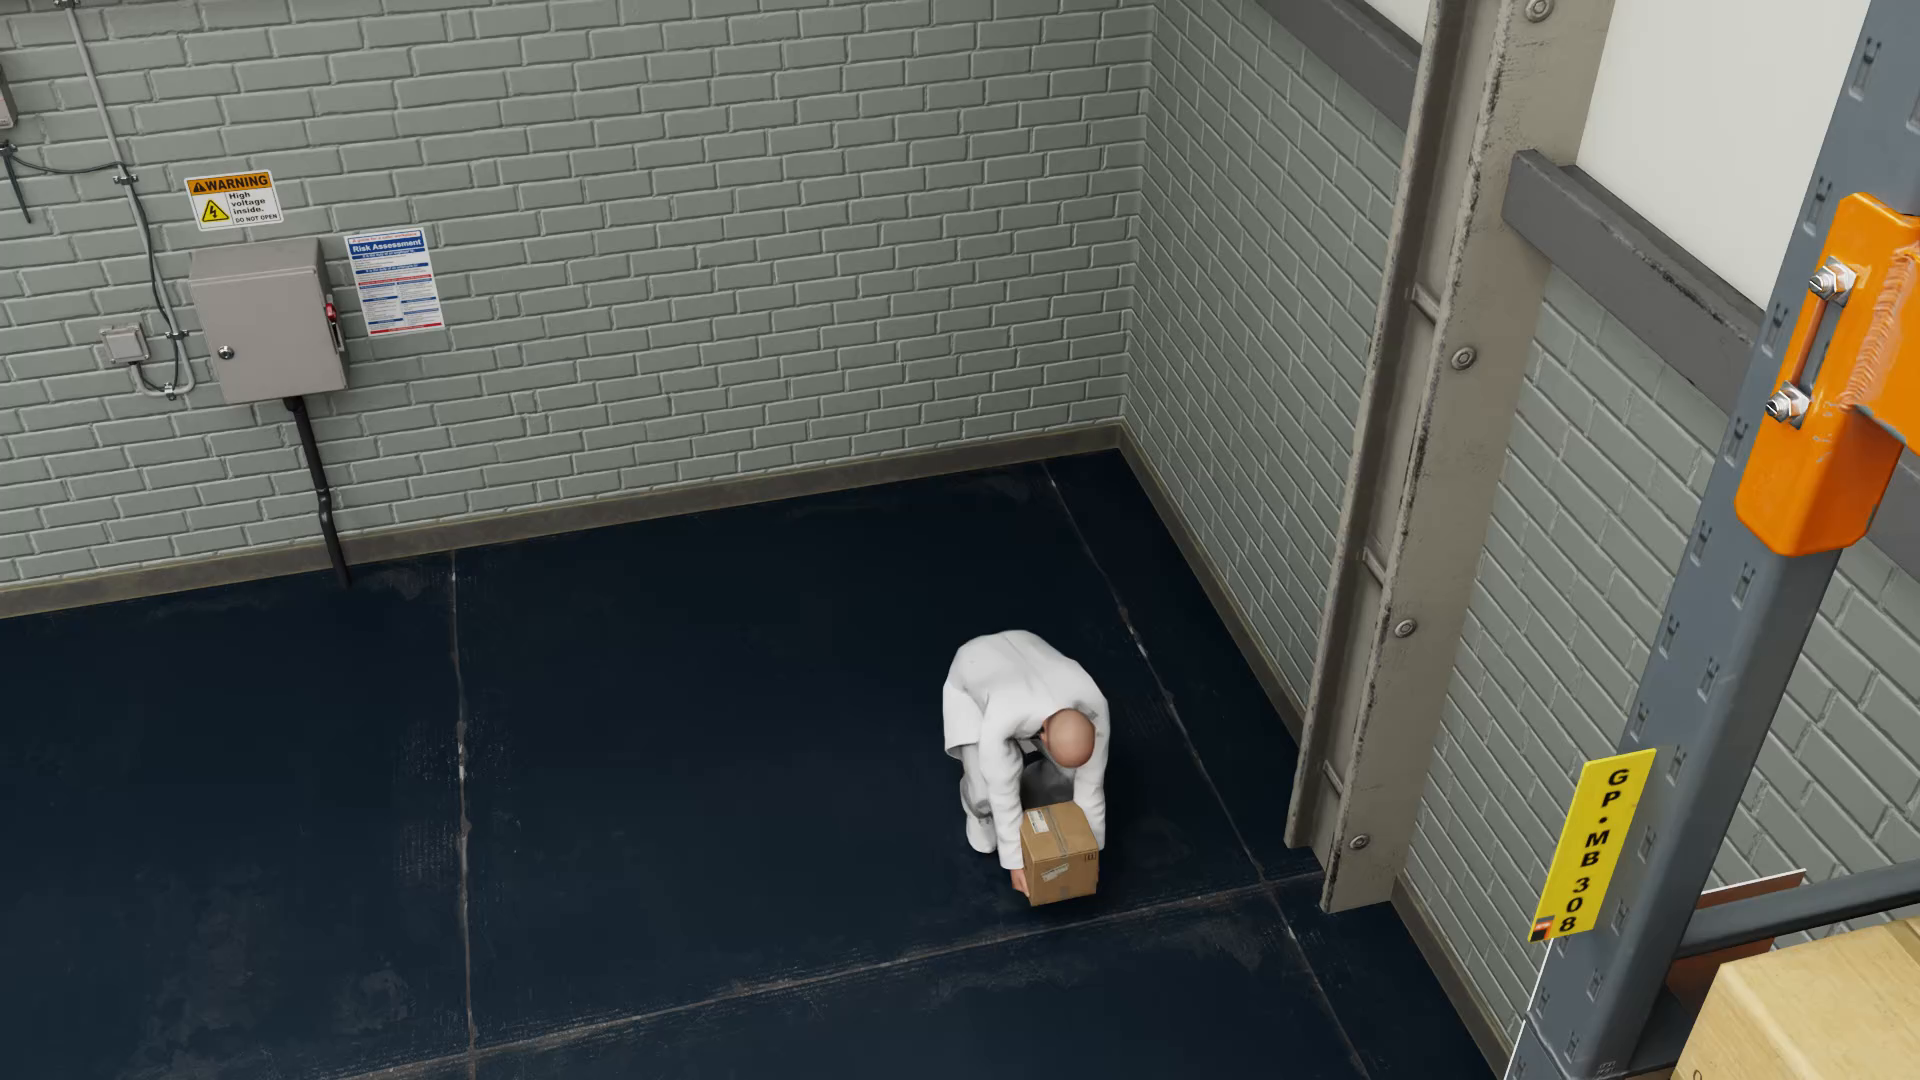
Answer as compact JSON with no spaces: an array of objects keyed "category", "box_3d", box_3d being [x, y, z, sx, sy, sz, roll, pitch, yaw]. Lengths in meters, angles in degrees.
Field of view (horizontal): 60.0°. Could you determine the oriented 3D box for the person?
[{"category":"person","box_3d":[0.247,0.811,6.309,0.584,1.006,0.931,-11,39,-13]}]
